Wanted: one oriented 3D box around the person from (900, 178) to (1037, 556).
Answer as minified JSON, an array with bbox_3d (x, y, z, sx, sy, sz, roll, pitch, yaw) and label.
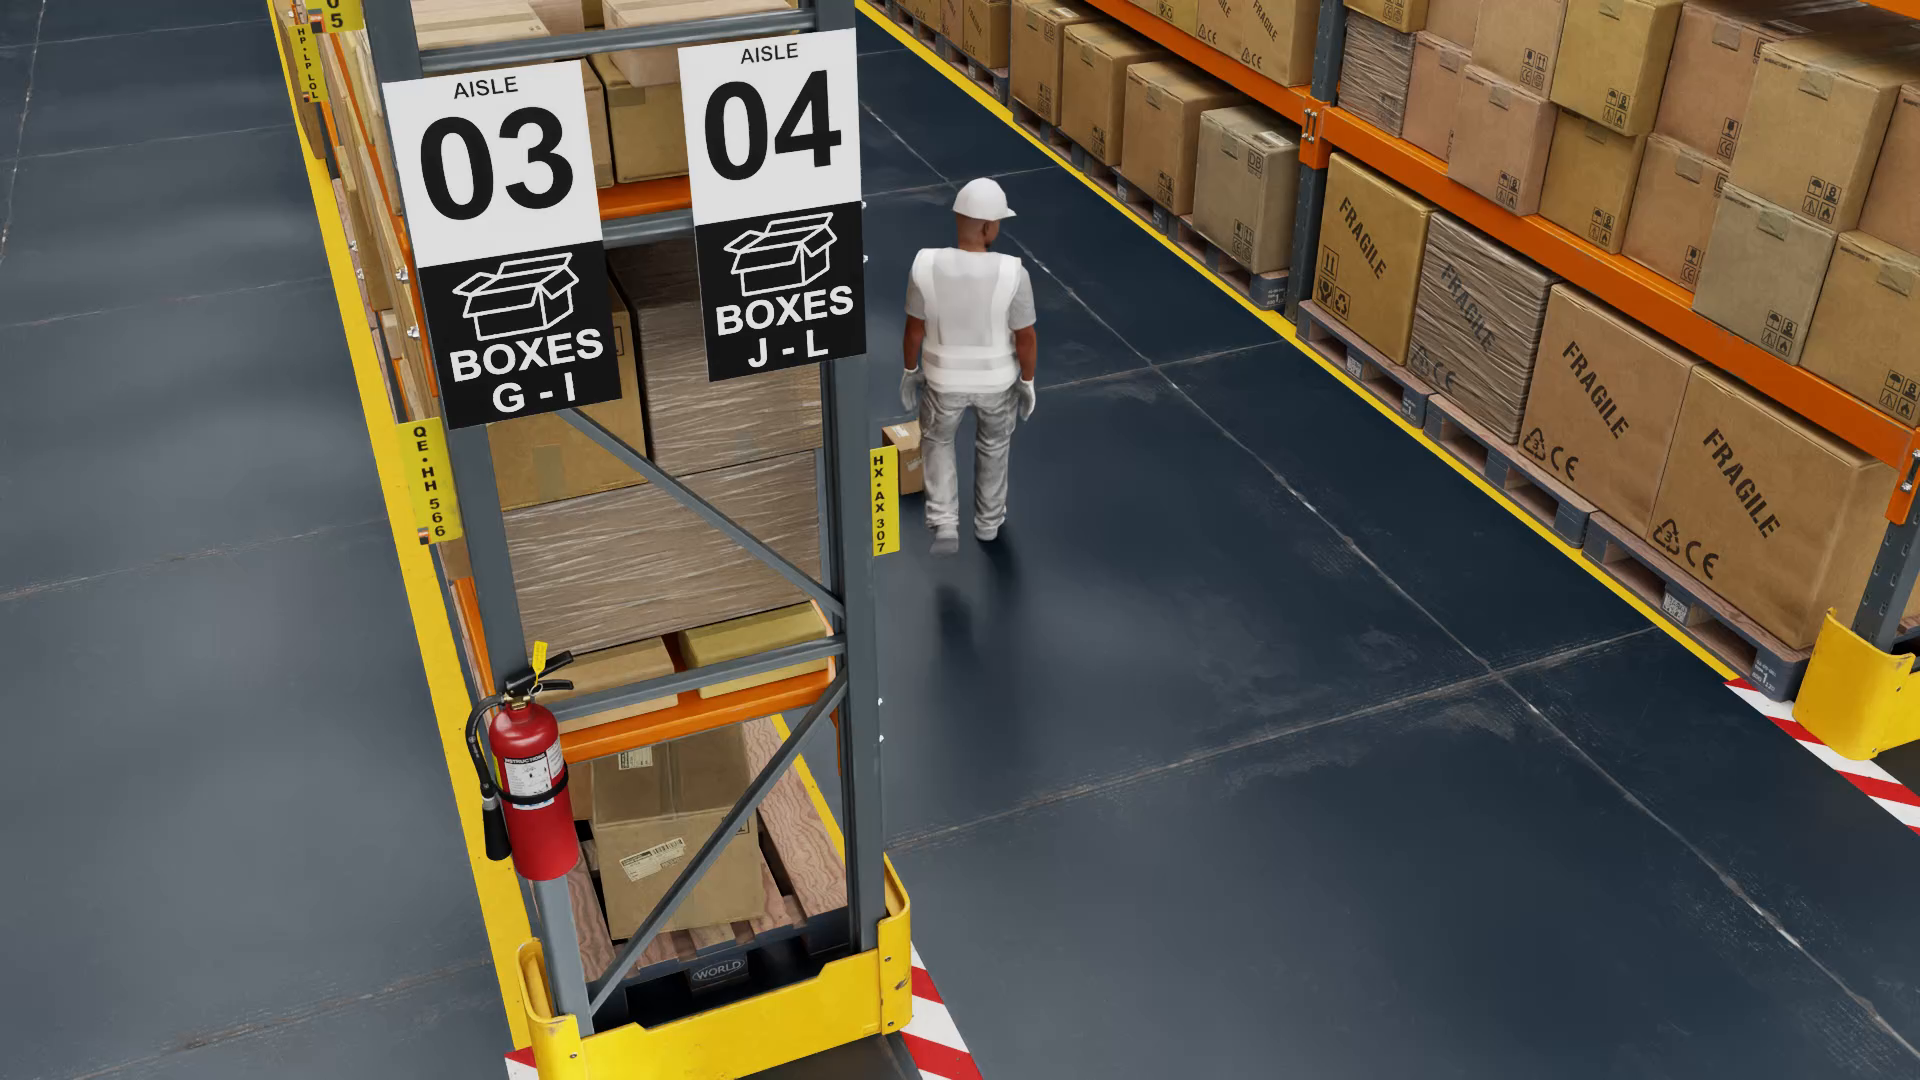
[{"bbox_3d":[0.035,-0.703,7.181,0.591,1.768,0.734,3,33,4],"label":"person"}]
